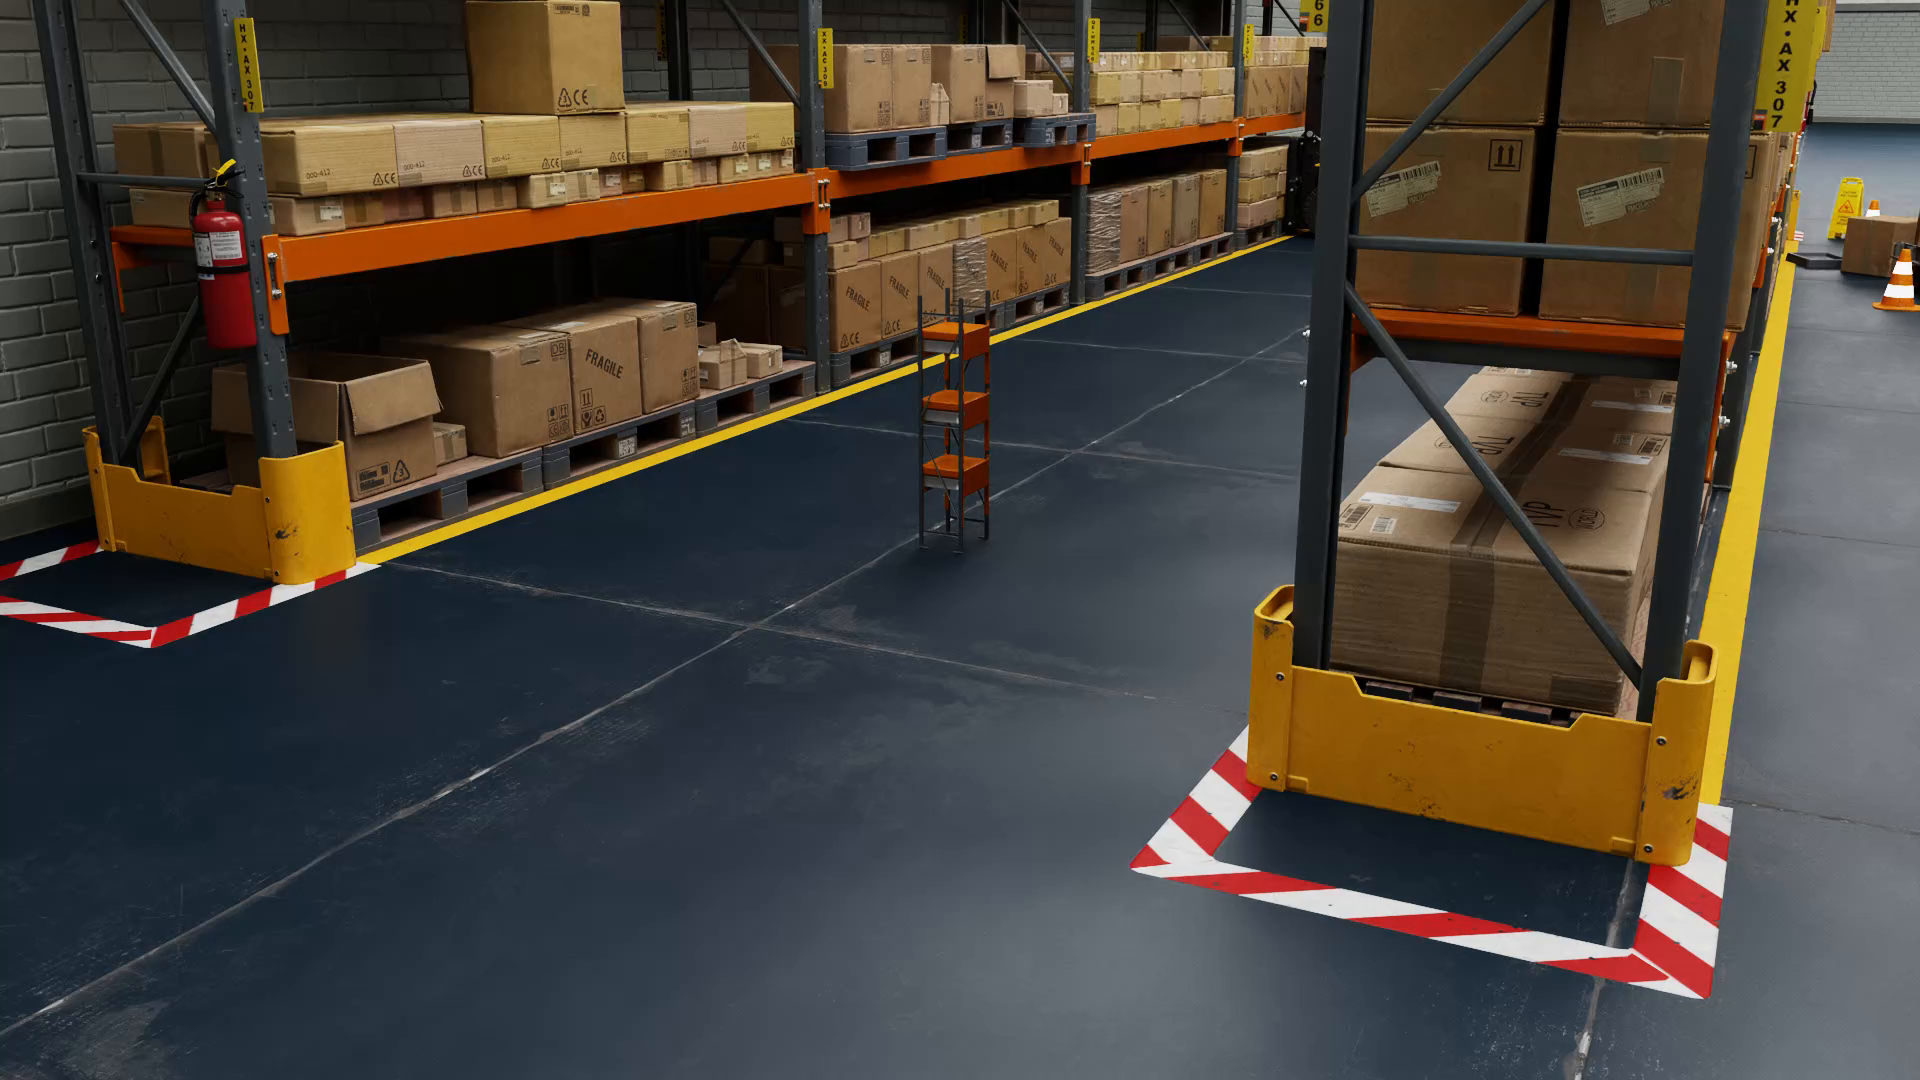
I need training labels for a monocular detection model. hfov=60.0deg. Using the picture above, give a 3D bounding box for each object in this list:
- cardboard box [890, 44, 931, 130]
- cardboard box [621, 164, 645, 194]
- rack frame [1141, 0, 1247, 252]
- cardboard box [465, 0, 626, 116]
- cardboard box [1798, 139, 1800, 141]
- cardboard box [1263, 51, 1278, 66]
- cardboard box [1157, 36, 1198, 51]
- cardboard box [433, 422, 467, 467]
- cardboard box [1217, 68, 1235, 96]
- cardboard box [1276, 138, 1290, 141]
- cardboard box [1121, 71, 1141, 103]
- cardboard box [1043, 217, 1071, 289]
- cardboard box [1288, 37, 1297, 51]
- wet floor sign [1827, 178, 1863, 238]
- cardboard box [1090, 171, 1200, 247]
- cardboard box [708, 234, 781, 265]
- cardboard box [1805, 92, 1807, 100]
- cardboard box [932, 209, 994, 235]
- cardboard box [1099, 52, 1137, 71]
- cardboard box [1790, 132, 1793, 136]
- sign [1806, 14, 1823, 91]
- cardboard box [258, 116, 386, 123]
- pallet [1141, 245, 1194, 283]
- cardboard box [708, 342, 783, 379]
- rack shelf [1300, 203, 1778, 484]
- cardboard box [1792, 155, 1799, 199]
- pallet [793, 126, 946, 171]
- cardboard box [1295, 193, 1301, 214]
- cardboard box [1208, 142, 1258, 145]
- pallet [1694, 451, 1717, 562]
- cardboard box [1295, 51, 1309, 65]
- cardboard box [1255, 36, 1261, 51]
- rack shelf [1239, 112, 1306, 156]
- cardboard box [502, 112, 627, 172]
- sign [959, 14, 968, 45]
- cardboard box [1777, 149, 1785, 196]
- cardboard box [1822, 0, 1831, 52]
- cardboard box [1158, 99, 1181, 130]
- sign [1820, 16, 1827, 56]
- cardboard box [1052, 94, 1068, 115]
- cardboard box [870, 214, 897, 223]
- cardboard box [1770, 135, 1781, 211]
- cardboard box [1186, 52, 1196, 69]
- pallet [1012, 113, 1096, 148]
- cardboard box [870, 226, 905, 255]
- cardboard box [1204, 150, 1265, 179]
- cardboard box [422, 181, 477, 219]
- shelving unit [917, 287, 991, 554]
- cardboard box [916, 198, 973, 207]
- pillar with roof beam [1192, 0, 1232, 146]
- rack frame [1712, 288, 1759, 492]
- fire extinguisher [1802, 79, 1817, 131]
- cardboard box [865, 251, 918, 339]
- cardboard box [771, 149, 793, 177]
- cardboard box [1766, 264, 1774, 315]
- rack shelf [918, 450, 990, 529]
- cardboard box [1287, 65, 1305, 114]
[{"bbox_3d":[-0.604,-2.850,10.439,0.700,0.500,0.500,8,18,26],"label":"cardboard box"},{"bbox_3d":[-1.806,-1.818,8.320,0.380,0.149,0.250,8,18,26],"label":"cardboard box"},{"bbox_3d":[2.323,-4.412,16.610,1.000,3.000,0.127,8,18,25],"label":"rack frame"},{"bbox_3d":[-1.926,-2.249,7.752,0.500,0.500,0.500,9,19,27],"label":"cardboard box"},{"bbox_3d":[8.208,-3.951,16.693,0.380,0.149,0.250,8,19,26],"label":"cardboard box"},{"bbox_3d":[3.083,-5.008,17.302,0.380,0.149,0.250,9,19,27],"label":"cardboard box"},{"bbox_3d":[2.195,-5.033,16.864,0.380,0.149,0.250,8,18,26],"label":"cardboard box"},{"bbox_3d":[-2.457,-0.437,7.497,0.380,0.149,0.250,7,18,23],"label":"cardboard box"},{"bbox_3d":[2.332,-4.422,16.030,0.500,0.250,0.500,8,18,24],"label":"cardboard box"},{"bbox_3d":[3.960,-4.505,19.261,0.500,0.250,0.500,8,19,26],"label":"cardboard box"},{"bbox_3d":[1.177,-3.770,13.835,0.500,0.250,0.500,9,19,27],"label":"cardboard box"},{"bbox_3d":[0.539,-2.261,13.021,0.500,0.500,0.500,9,19,27],"label":"cardboard box"},{"bbox_3d":[3.458,-5.423,18.176,0.380,0.149,0.250,8,18,26],"label":"cardboard box"},{"bbox_3d":[9.594,-3.584,17.957,0.232,0.644,0.267,-15,22,-41],"label":"wet floor sign"},{"bbox_3d":[1.746,-3.144,15.774,0.875,0.625,0.625,8,18,25],"label":"cardboard box"},{"bbox_3d":[-1.346,-1.819,10.392,0.380,0.149,0.250,7,18,23],"label":"cardboard box"},{"bbox_3d":[8.102,-4.563,16.422,0.500,0.500,0.500,8,18,25],"label":"cardboard box"},{"bbox_3d":[0.020,-2.289,11.976,0.380,0.149,0.250,8,18,25],"label":"cardboard box"},{"bbox_3d":[1.257,-4.001,13.911,0.380,0.149,0.250,8,18,26],"label":"cardboard box"},{"bbox_3d":[4.096,-2.249,8.714,0.500,0.250,0.500,8,18,26],"label":"cardboard box"},{"bbox_3d":[3.687,-2.126,7.255,0.100,0.325,0.005,8,18,25],"label":"sign"},{"bbox_3d":[-2.840,-1.708,7.248,0.500,0.250,0.500,8,18,26],"label":"cardboard box"},{"bbox_3d":[1.484,-2.571,15.308,1.003,0.211,1.213,8,18,25],"label":"pallet"},{"bbox_3d":[-1.238,-1.030,9.492,0.380,0.149,0.250,7,18,24],"label":"cardboard box"},{"bbox_3d":[2.296,-0.889,6.014,1.077,0.370,4.000,8,18,25],"label":"rack shelf"},{"bbox_3d":[8.197,-3.672,16.895,0.500,0.500,0.500,9,19,27],"label":"cardboard box"},{"bbox_3d":[-0.797,-2.472,10.415,1.003,0.211,1.213,8,18,25],"label":"pallet"},{"bbox_3d":[3.508,-3.767,18.531,0.500,0.250,0.500,9,19,27],"label":"cardboard box"},{"bbox_3d":[3.038,-4.312,18.608,0.500,0.250,0.500,8,18,24],"label":"cardboard box"},{"bbox_3d":[2.780,-0.223,7.405,1.003,0.211,1.213,8,18,25],"label":"pallet"},{"bbox_3d":[3.654,-5.336,18.406,0.380,0.149,0.250,8,18,26],"label":"cardboard box"},{"bbox_3d":[2.872,-5.101,17.093,0.380,0.149,0.250,8,18,24],"label":"cardboard box"},{"bbox_3d":[3.216,-4.576,18.428,1.077,0.370,4.000,8,18,25],"label":"rack shelf"},{"bbox_3d":[-1.938,-1.898,7.888,0.500,0.250,0.500,8,18,24],"label":"cardboard box"},{"bbox_3d":[0.037,-4.018,13.250,0.100,0.325,0.005,8,18,25],"label":"sign"},{"bbox_3d":[3.853,-1.882,8.356,0.500,0.250,0.500,8,18,24],"label":"cardboard box"},{"bbox_3d":[7.652,-4.787,15.420,0.700,0.500,0.500,8,18,24],"label":"cardboard box"},{"bbox_3d":[1.639,-3.795,14.795,0.500,0.250,0.500,9,19,27],"label":"cardboard box"},{"bbox_3d":[7.263,-4.267,14.088,0.100,0.325,0.005,8,18,25],"label":"sign"},{"bbox_3d":[0.585,-3.258,12.428,0.380,0.149,0.250,8,19,26],"label":"cardboard box"},{"bbox_3d":[-0.665,-2.214,11.725,0.380,0.149,0.250,7,18,23],"label":"cardboard box"},{"bbox_3d":[3.212,-1.641,7.105,0.500,0.500,0.500,8,18,26],"label":"cardboard box"},{"bbox_3d":[1.941,-4.389,15.219,0.380,0.149,0.250,8,18,24],"label":"cardboard box"},{"bbox_3d":[0.295,-3.119,12.596,1.213,0.211,1.003,8,18,25],"label":"pallet"},{"bbox_3d":[-0.584,-1.964,10.883,0.380,0.149,0.250,8,18,24],"label":"cardboard box"},{"bbox_3d":[2.819,-3.858,17.080,0.500,0.250,0.500,8,18,25],"label":"cardboard box"},{"bbox_3d":[-2.321,-1.482,7.188,0.380,0.149,0.250,9,19,27],"label":"cardboard box"},{"bbox_3d":[-0.024,-0.490,6.829,0.215,1.050,0.252,8,18,25],"label":"shelving unit"},{"bbox_3d":[-0.119,-2.550,12.853,0.380,0.149,0.250,9,19,27],"label":"cardboard box"},{"bbox_3d":[6.844,-7.696,17.131,9.100,9.000,0.400,8,18,25],"label":"pillar with roof beam"},{"bbox_3d":[3.190,-1.744,7.626,1.000,3.000,0.127,8,18,25],"label":"rack frame"},{"bbox_3d":[9.016,-4.734,17.829,0.296,0.674,0.183,8,18,25],"label":"fire extinguisher"},{"bbox_3d":[-0.606,-1.609,10.825,0.500,0.500,0.500,8,18,25],"label":"cardboard box"},{"bbox_3d":[-1.169,-2.140,9.404,0.380,0.149,0.250,8,18,26],"label":"cardboard box"},{"bbox_3d":[5.239,-1.847,11.851,0.950,0.372,0.625,7,18,22],"label":"cardboard box"},{"bbox_3d":[-0.024,-0.213,6.911,0.215,0.259,0.240,8,18,25],"label":"rack shelf"},{"bbox_3d":[3.441,-4.929,18.175,0.500,0.500,0.500,8,18,26],"label":"cardboard box"}]
